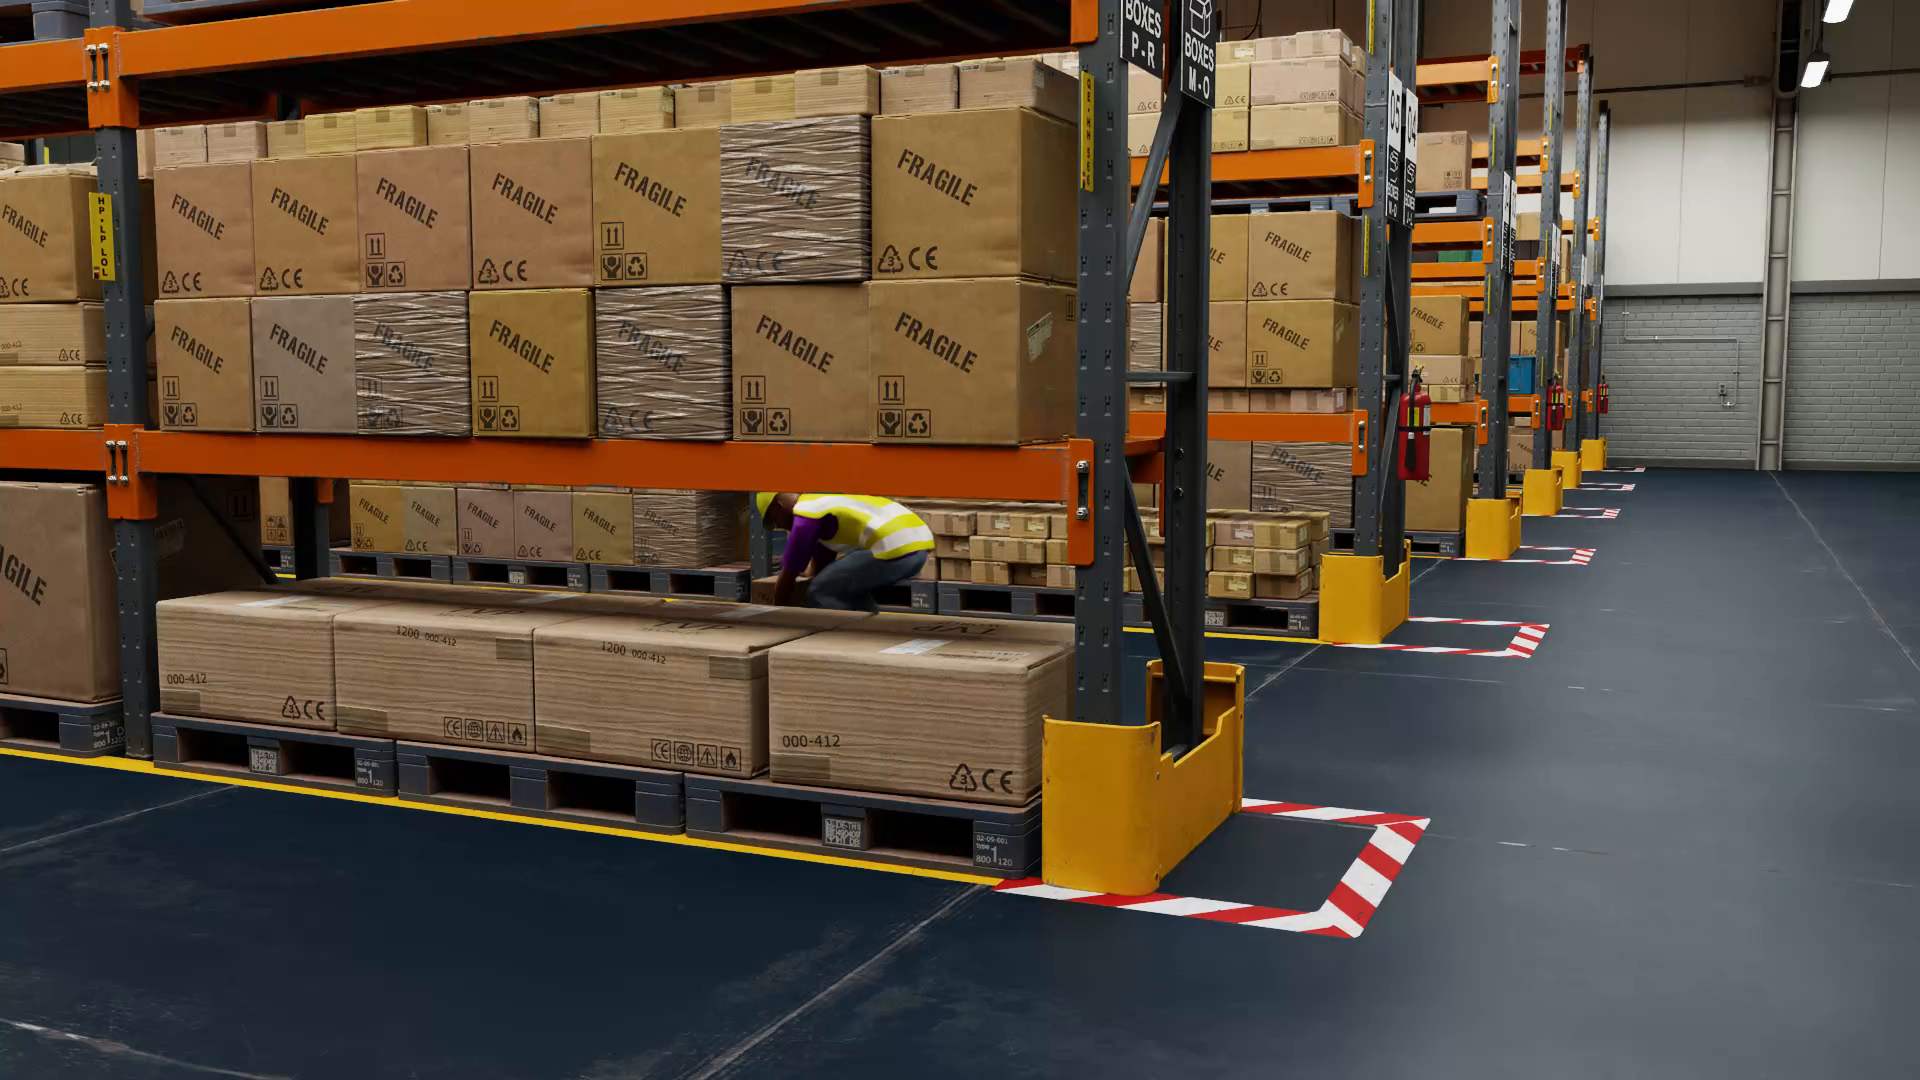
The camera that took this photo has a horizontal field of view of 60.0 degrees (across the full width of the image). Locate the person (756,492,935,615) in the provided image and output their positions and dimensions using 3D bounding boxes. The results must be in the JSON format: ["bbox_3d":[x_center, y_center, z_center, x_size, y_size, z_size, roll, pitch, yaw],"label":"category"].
[{"bbox_3d":[-0.620,0.177,8.581,0.938,1.001,0.523,2,6,21],"label":"person"}]
